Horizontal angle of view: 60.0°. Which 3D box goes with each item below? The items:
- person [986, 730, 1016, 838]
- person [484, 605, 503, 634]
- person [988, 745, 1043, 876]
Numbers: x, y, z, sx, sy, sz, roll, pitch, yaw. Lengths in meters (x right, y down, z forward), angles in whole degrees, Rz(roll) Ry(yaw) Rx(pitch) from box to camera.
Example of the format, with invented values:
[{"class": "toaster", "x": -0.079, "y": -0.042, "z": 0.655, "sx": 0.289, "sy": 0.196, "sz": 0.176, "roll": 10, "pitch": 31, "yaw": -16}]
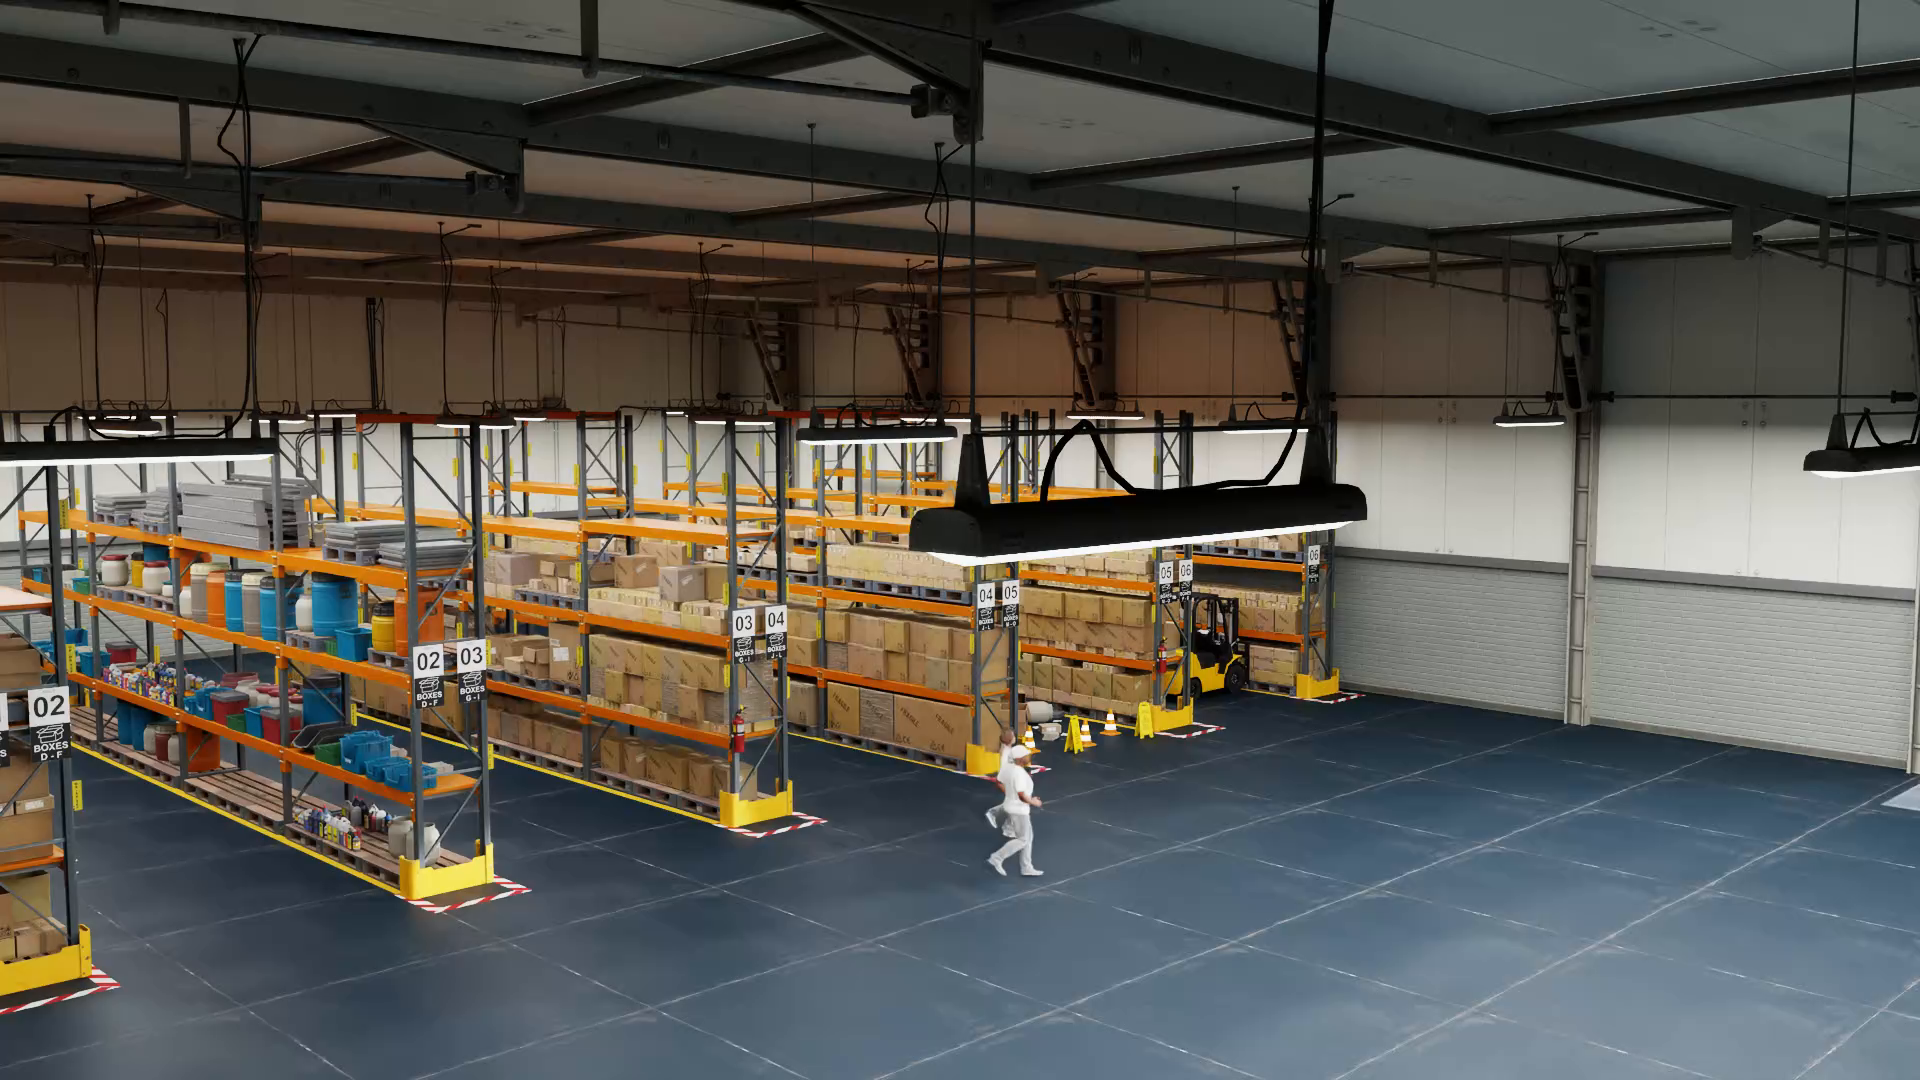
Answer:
[{"class": "person", "x": 0.625, "y": 3.491, "z": 23.852, "sx": 0.515, "sy": 1.570, "sz": 0.536, "roll": 0, "pitch": 5, "yaw": -1}, {"class": "person", "x": -11.361, "y": 1.958, "z": 40.472, "sx": 0.992, "sy": 1.711, "sz": 0.664, "roll": -5, "pitch": 7, "yaw": -42}, {"class": "person", "x": 0.725, "y": 3.566, "z": 21.824, "sx": 0.800, "sy": 1.765, "sz": 0.725, "roll": -2, "pitch": 5, "yaw": -17}]
